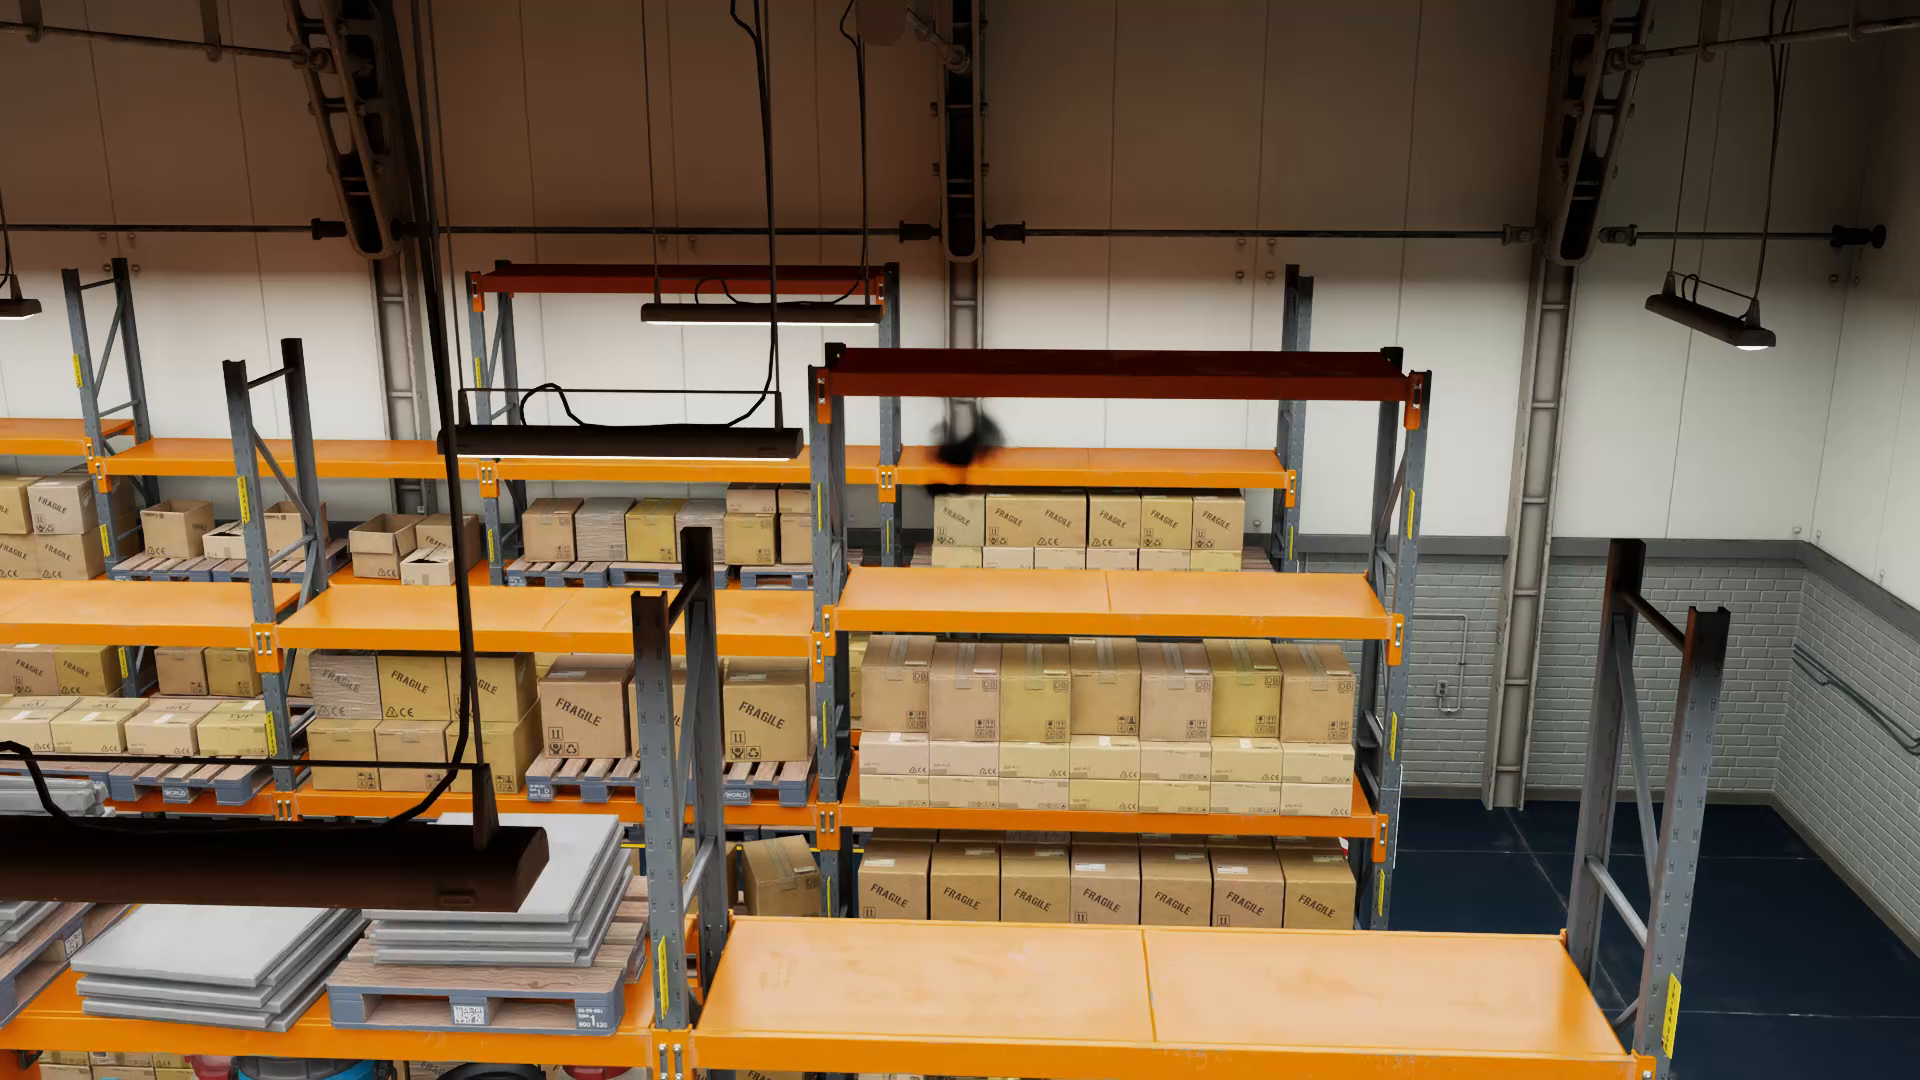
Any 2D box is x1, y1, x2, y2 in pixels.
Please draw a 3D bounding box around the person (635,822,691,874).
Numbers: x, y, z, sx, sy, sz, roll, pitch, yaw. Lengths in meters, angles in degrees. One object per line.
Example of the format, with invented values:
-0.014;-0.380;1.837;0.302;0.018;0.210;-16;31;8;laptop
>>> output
-2.671;2.886;15.550;0.698;1.671;0.550;-3;16;-11;person
